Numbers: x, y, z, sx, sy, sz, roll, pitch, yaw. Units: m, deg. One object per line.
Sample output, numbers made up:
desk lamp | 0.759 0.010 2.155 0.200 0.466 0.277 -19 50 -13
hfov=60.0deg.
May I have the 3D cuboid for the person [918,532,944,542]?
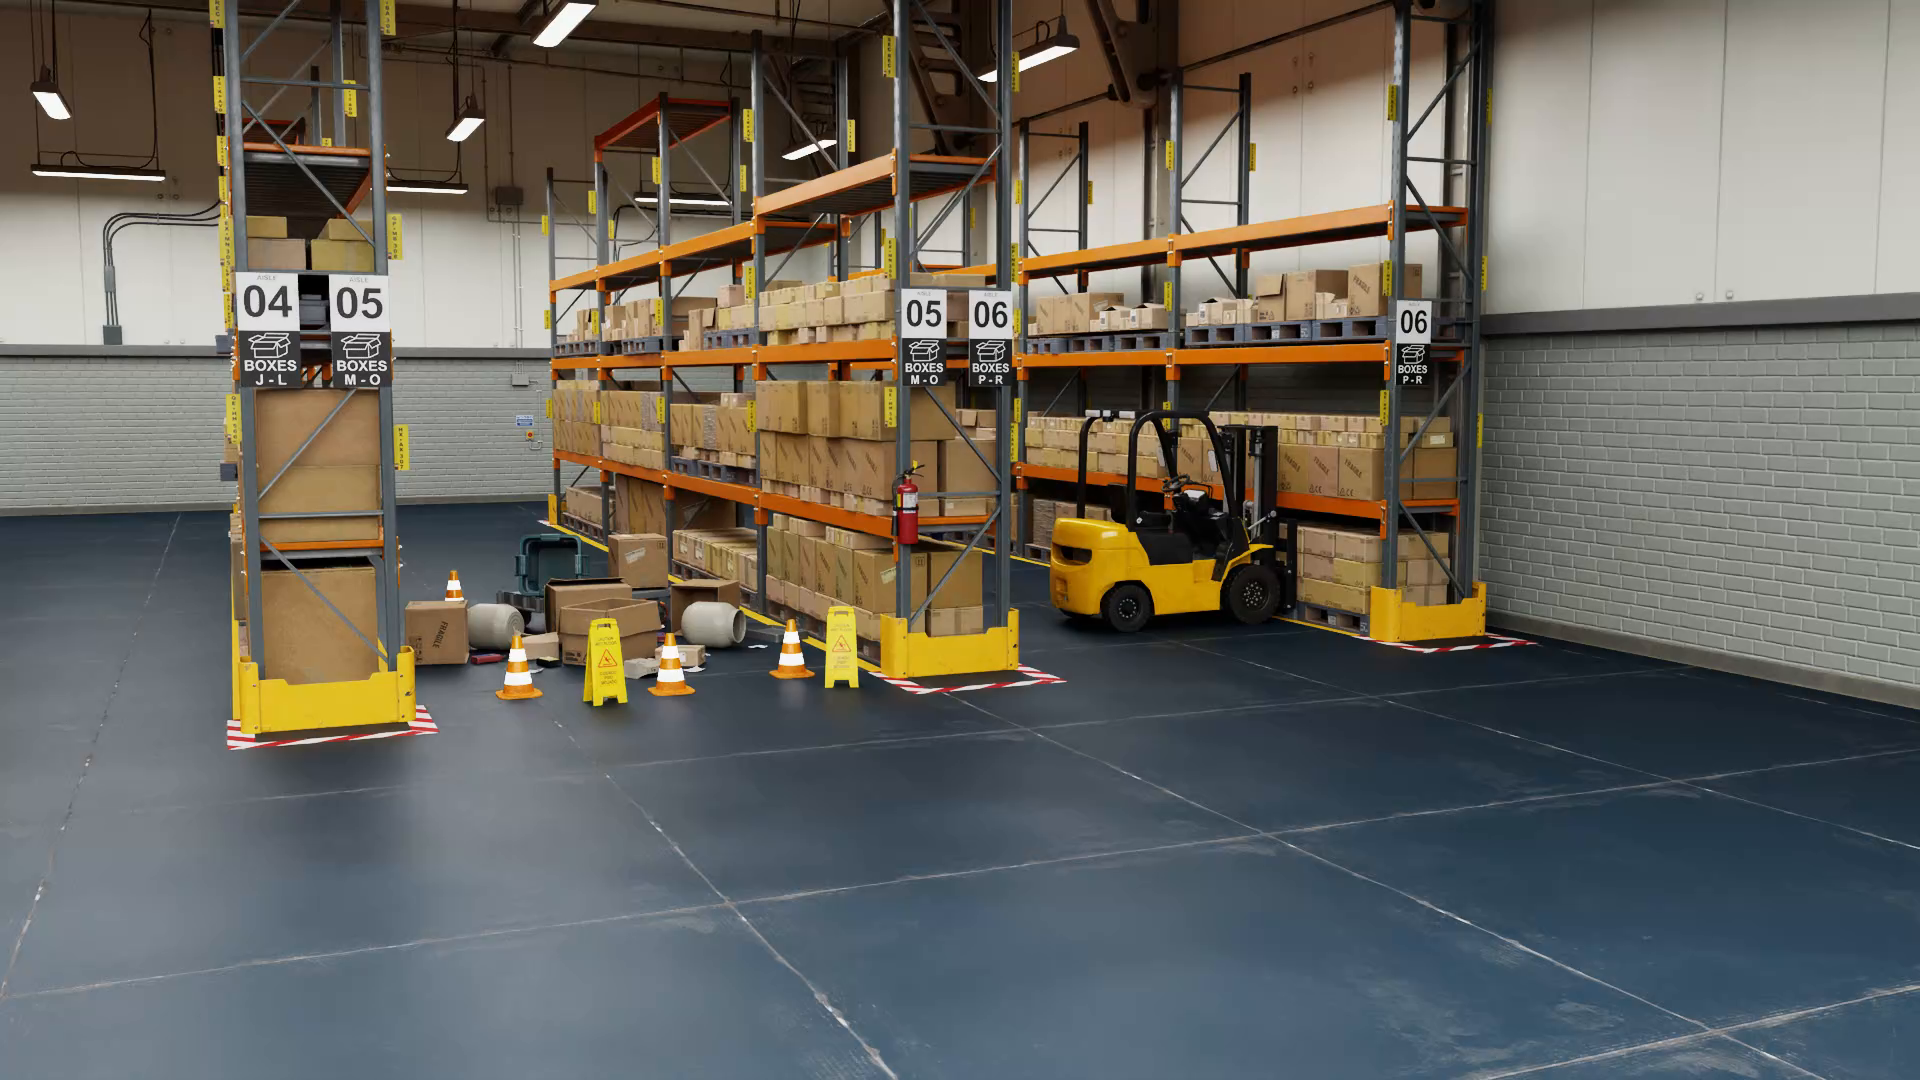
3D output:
person | -0.385 -0.345 20.531 0.508 1.674 0.444 -3 6 -27
